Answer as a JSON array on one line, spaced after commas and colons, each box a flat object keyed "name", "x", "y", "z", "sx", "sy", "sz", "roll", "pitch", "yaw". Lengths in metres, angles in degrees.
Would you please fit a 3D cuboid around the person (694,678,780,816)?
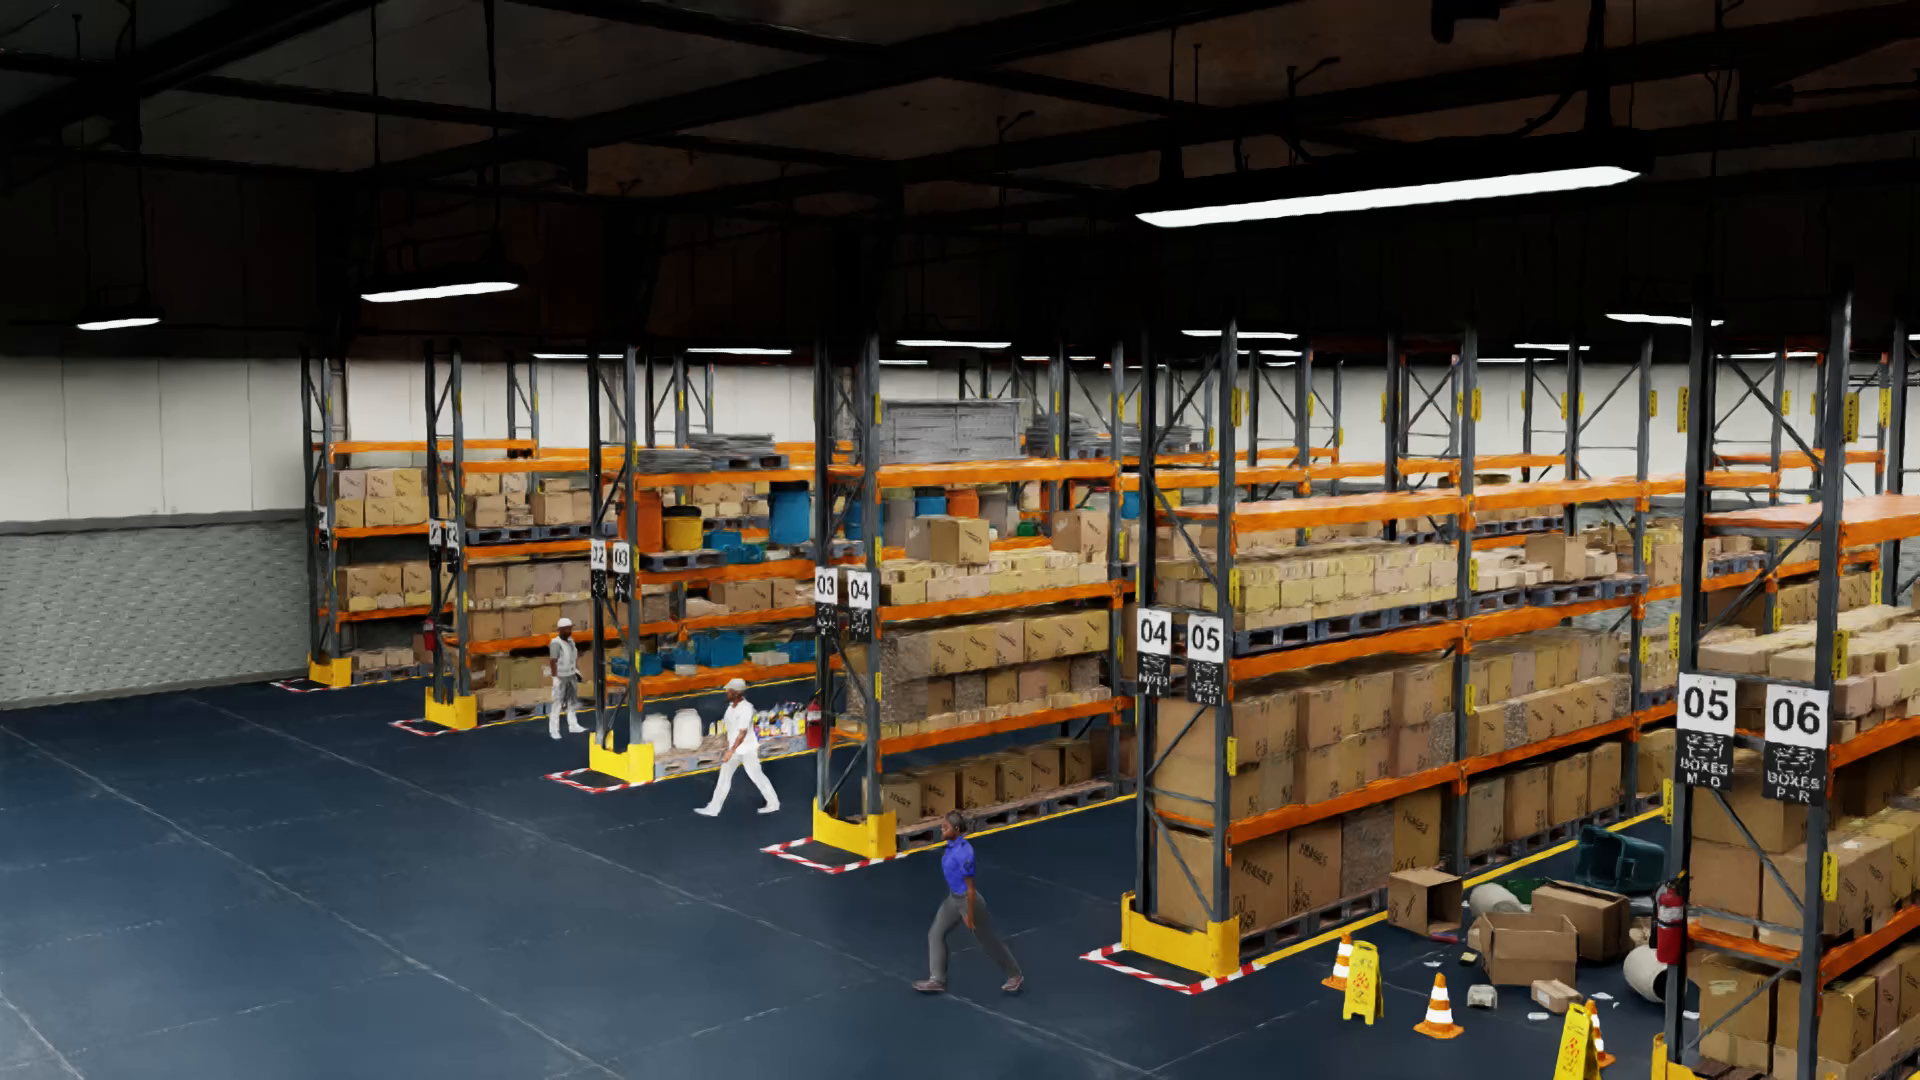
[{"name": "person", "x": -2.698, "y": 2.523, "z": 20.257, "sx": 1.043, "sy": 1.706, "sz": 0.571, "roll": -3, "pitch": 6, "yaw": -33}]

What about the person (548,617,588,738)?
[{"name": "person", "x": -5.911, "y": 2.053, "z": 25.030, "sx": 0.475, "sy": 1.789, "sz": 0.637, "roll": 2, "pitch": 5, "yaw": 18}]

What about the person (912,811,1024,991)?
[{"name": "person", "x": 0.082, "y": 3.102, "z": 14.303, "sx": 0.933, "sy": 1.576, "sz": 0.505, "roll": -2, "pitch": 5, "yaw": -22}]
